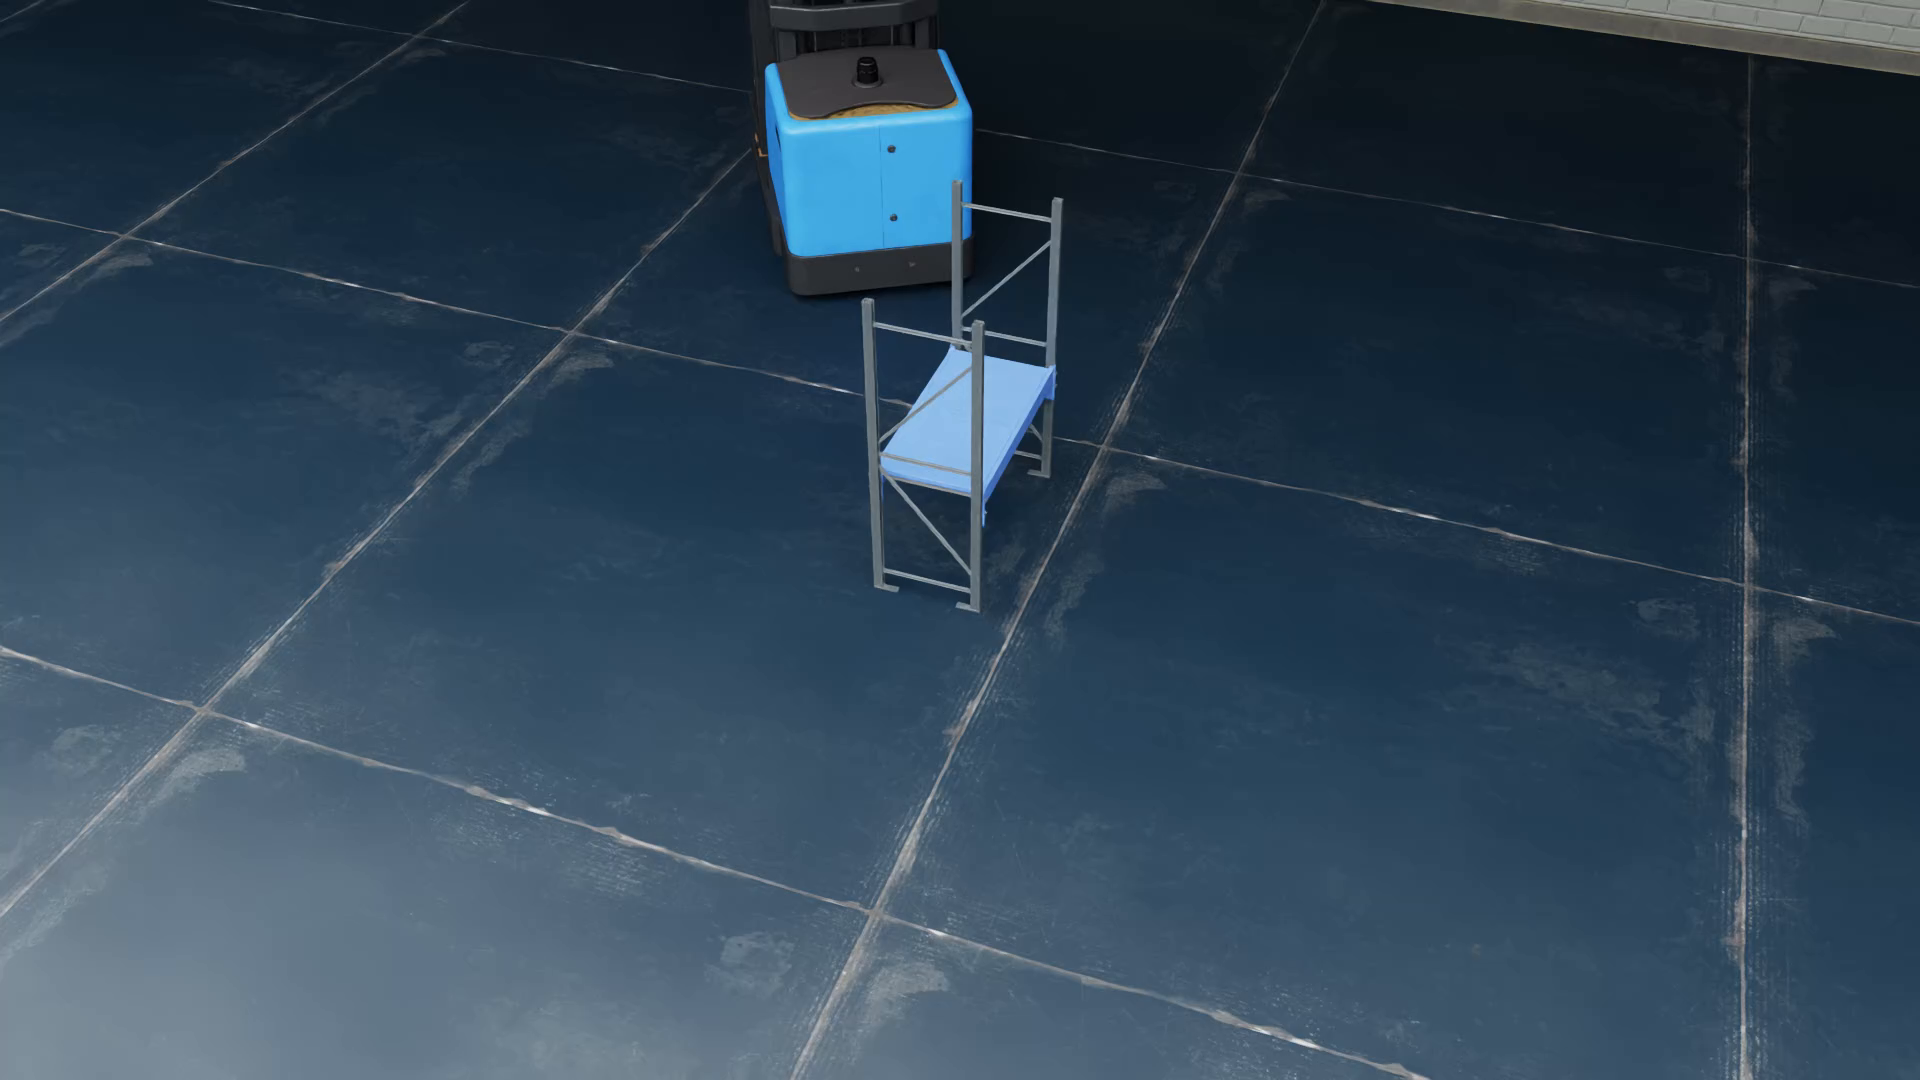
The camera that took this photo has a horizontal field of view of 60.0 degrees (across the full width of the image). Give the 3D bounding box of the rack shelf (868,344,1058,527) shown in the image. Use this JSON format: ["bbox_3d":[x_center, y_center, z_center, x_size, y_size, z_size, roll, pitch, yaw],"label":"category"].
[{"bbox_3d":[0.029,-0.486,7.395,0.538,0.185,1.000,13,42,15],"label":"rack shelf"}]

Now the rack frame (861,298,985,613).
[{"bbox_3d":[-0.145,-0.313,6.914,0.500,1.500,0.032,13,42,15],"label":"rack frame"}]

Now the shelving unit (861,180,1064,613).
[{"bbox_3d":[0.029,-0.623,7.278,0.538,1.500,1.048,13,42,15],"label":"shelving unit"}]

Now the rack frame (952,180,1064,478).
[{"bbox_3d":[0.203,-0.933,7.641,0.500,1.500,0.032,13,42,15],"label":"rack frame"}]

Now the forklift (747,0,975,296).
[{"bbox_3d":[-0.710,-3.426,9.461,1.130,2.935,3.031,-7,41,-9],"label":"forklift"}]
